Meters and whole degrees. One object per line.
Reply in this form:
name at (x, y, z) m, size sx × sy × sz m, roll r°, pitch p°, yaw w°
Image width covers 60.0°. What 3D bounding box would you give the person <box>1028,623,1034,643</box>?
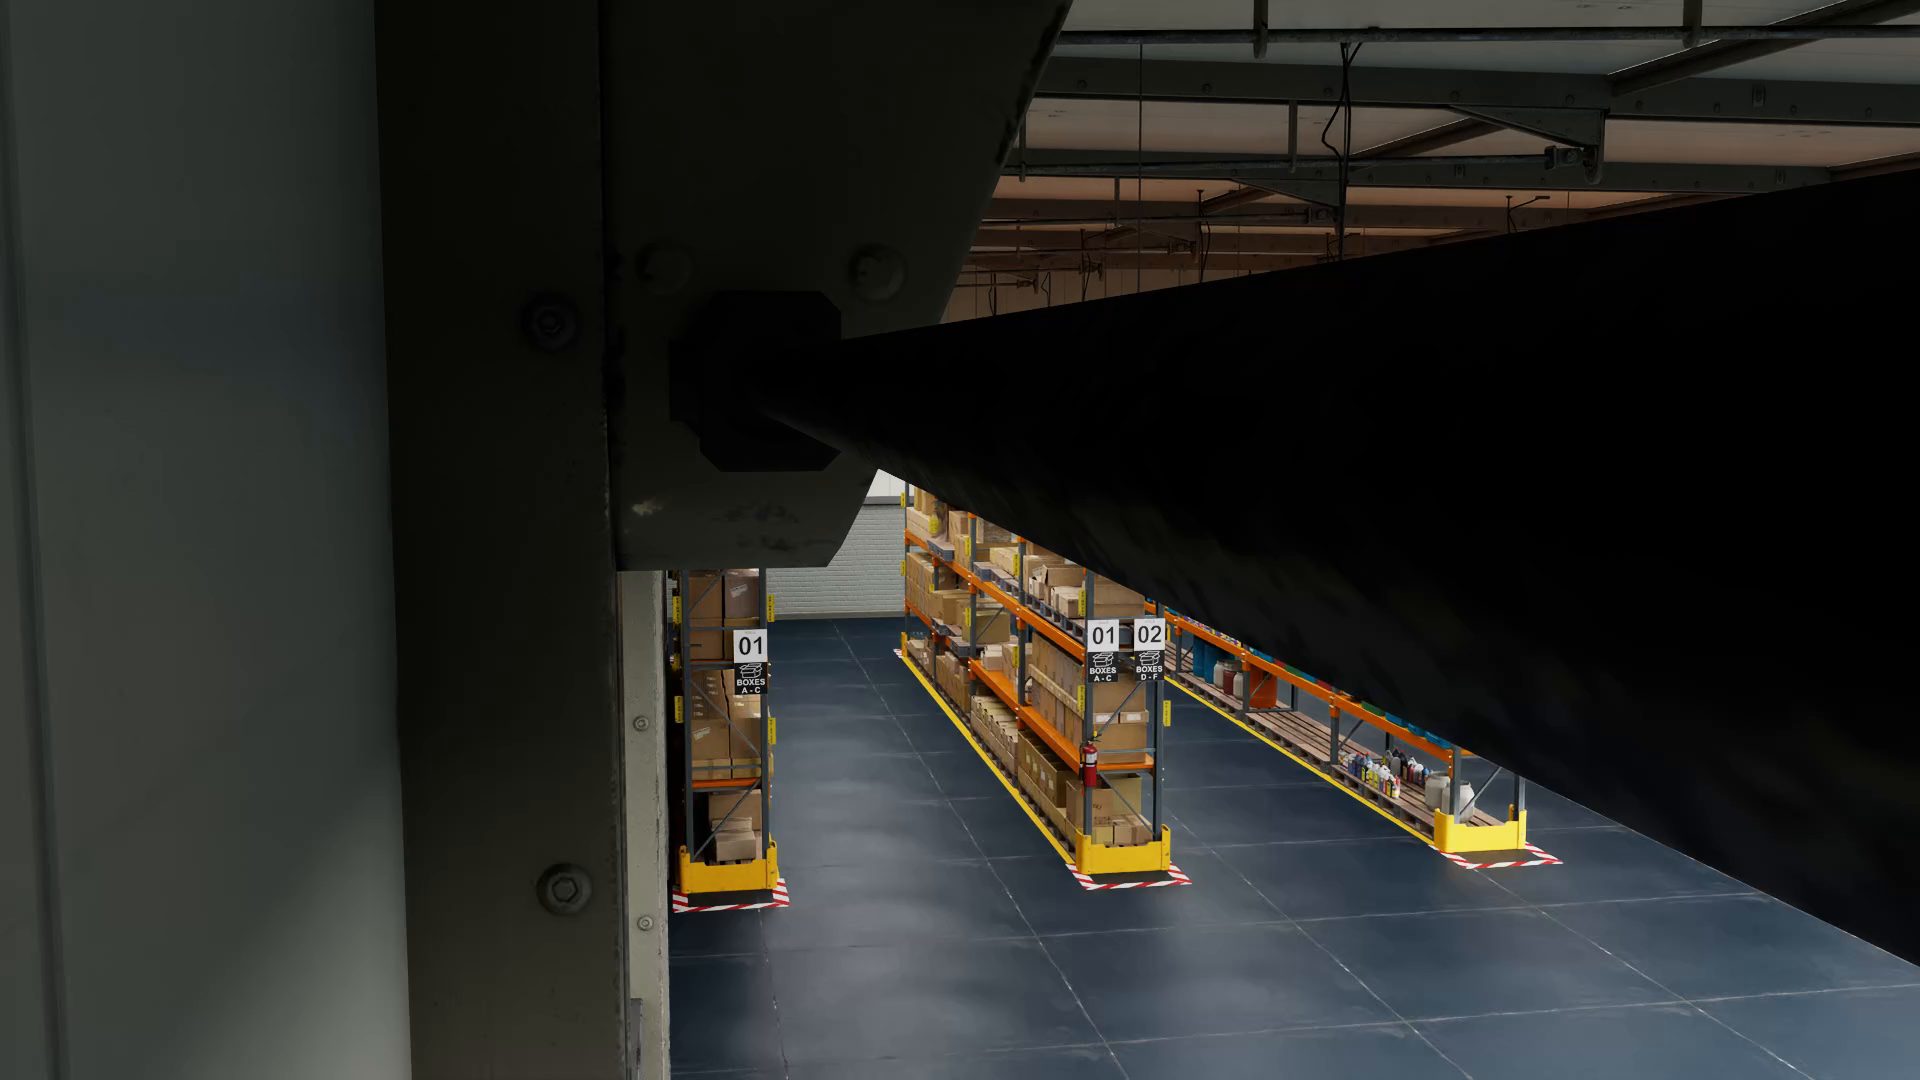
person at (1.391, 1.637, 35.690) m, size 0.586 × 1.548 × 0.549 m, roll -2°, pitch 6°, yaw -20°
